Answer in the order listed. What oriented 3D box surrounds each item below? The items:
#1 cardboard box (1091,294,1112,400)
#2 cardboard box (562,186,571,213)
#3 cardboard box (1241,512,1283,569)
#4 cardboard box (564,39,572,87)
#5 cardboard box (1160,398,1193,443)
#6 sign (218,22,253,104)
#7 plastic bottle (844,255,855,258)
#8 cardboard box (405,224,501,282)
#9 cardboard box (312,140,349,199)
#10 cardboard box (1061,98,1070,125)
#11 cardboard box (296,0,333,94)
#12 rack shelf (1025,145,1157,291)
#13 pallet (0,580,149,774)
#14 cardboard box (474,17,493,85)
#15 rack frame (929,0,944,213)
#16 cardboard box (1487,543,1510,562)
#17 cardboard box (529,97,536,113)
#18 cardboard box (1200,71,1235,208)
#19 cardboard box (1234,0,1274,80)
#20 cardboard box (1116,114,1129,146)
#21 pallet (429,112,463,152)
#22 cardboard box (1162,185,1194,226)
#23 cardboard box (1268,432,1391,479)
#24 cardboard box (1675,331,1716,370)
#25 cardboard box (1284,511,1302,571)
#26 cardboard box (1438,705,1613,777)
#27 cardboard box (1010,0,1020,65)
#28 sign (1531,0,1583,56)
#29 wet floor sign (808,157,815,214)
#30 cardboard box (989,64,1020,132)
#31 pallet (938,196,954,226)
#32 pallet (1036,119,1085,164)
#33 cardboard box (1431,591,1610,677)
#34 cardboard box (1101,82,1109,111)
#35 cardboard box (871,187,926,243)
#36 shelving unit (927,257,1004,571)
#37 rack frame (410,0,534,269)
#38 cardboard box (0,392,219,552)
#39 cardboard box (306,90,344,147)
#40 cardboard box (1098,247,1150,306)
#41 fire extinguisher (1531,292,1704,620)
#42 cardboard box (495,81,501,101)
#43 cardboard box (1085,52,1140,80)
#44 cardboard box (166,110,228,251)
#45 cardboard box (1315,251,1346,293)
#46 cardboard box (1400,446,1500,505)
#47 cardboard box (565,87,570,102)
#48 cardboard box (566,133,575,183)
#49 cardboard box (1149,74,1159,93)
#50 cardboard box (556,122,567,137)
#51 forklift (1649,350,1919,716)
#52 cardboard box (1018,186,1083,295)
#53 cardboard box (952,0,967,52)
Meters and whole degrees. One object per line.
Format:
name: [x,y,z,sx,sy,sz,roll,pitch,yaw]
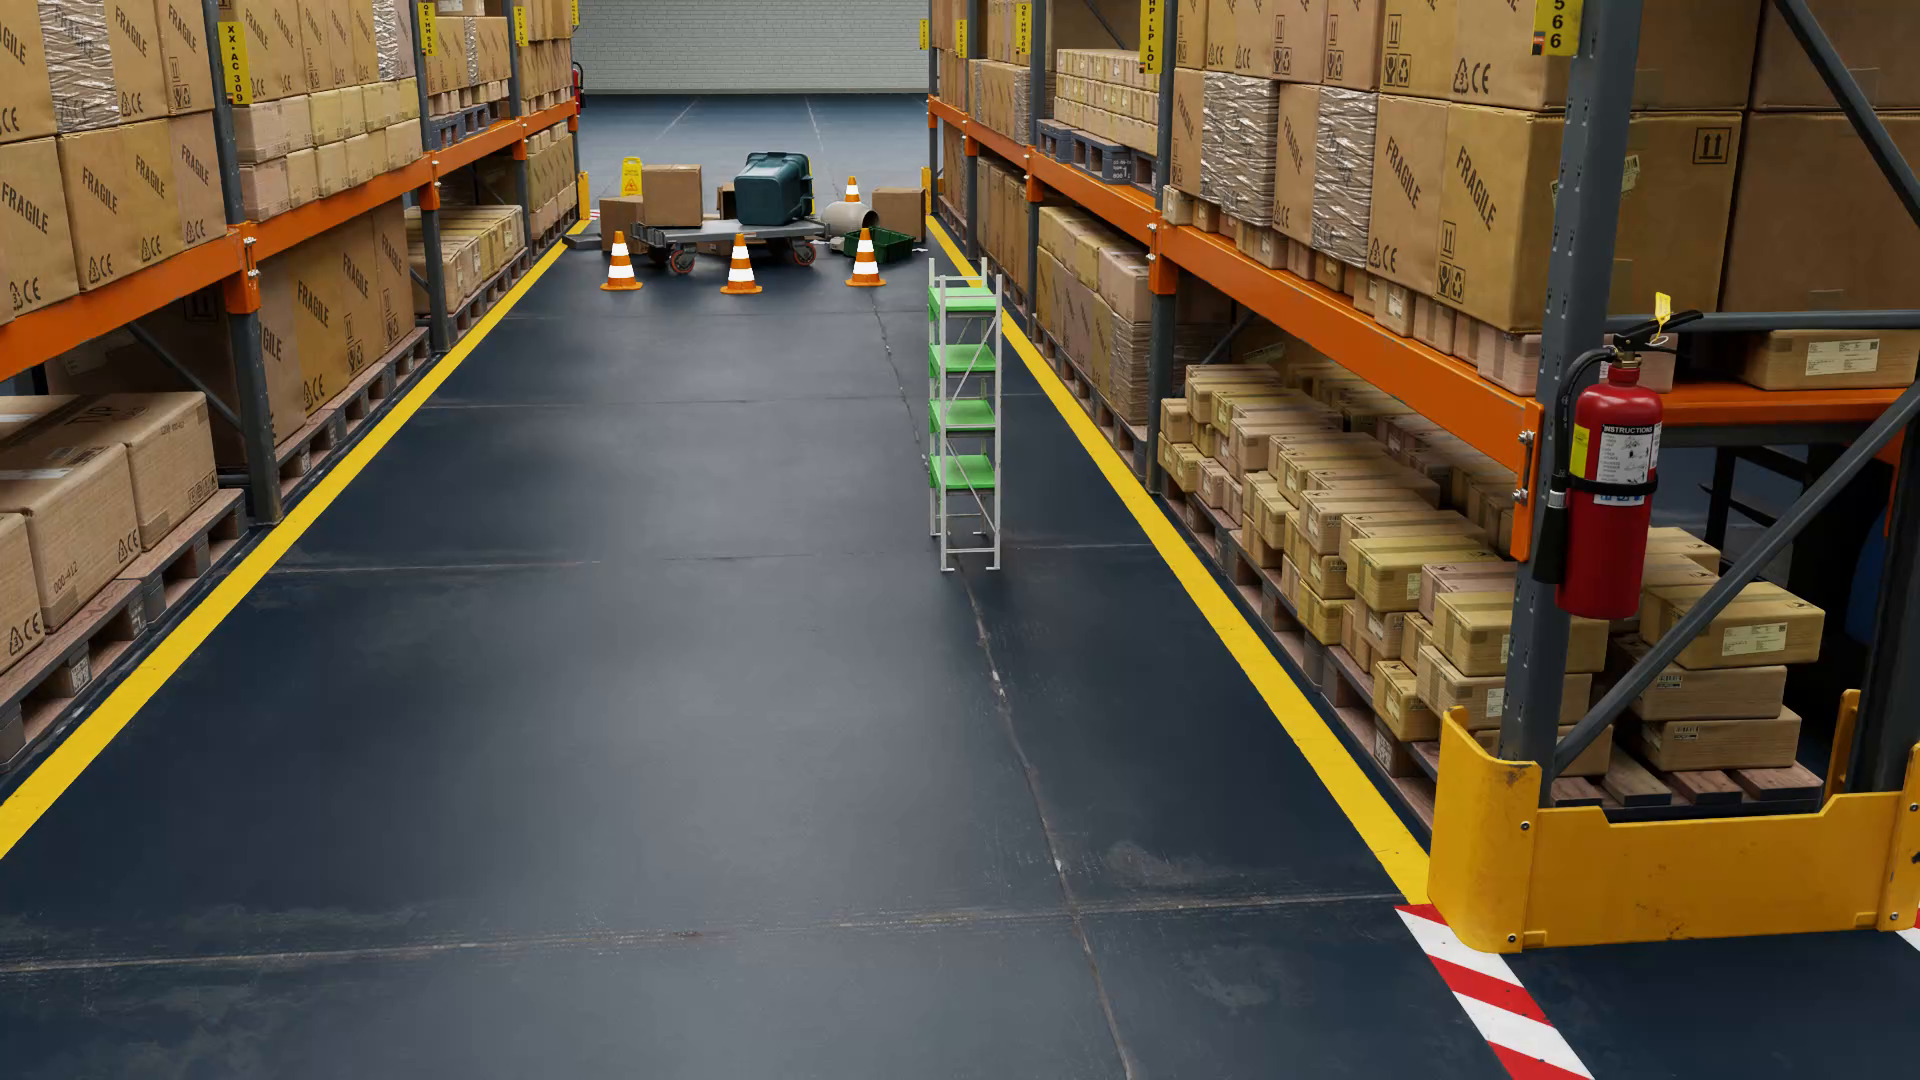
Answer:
cardboard box: [1.008,-1.045,8.969,0.500,0.500,0.500,-2,18,-7]
cardboard box: [-4.366,-3.565,17.414,0.500,0.250,0.500,-2,18,-5]
cardboard box: [1.280,-0.008,6.252,0.380,0.149,0.250,-2,18,-7]
cardboard box: [-4.433,-5.100,17.750,0.500,0.500,0.500,-2,18,-7]
cardboard box: [1.107,-0.535,7.437,0.380,0.149,0.250,-1,17,-3]
sign: [-2.973,-1.957,6.824,0.100,0.325,0.005,-2,18,-6]
plastic bottle: [-0.967,-2.688,15.638,0.133,0.061,0.283,-12,21,-34]
cardboard box: [-4.143,-2.241,12.993,0.950,0.372,0.625,-1,17,-4]
cardboard box: [-3.400,-1.863,8.355,0.500,0.250,0.500,-2,18,-6]
cardboard box: [0.848,-2.724,10.564,0.380,0.149,0.250,-1,17,-3]
cardboard box: [-3.414,-2.453,8.147,0.500,0.500,0.500,-2,18,-7]
rack shelf: [1.182,-1.924,9.498,1.077,0.370,4.000,-2,18,-6]
pallet: [-3.396,0.435,5.438,1.003,0.211,1.213,-2,18,-6]
cardboard box: [-3.975,-3.830,13.003,0.500,0.500,0.500,-1,17,-4]
rack frame: [0.150,-5.246,18.881,1.000,3.000,0.127,-2,18,-6]
cardboard box: [1.876,0.065,5.524,0.380,0.149,0.250,-3,18,-8]
cardboard box: [-4.190,-4.082,15.592,0.380,0.149,0.250,-1,17,-4]
cardboard box: [1.246,-1.558,6.469,0.500,0.500,0.500,-2,18,-6]
cardboard box: [1.282,-1.891,5.860,0.500,0.500,0.500,-1,17,-5]
cardboard box: [1.039,-2.173,8.809,0.380,0.149,0.250,-3,18,-8]
pallet: [-4.117,-2.797,11.400,1.213,0.211,1.003,-2,18,-6]
cardboard box: [1.092,-1.457,7.229,0.380,0.149,0.250,-1,17,-4]
cardboard box: [1.367,-0.295,6.173,0.380,0.149,0.250,-3,18,-8]
cardboard box: [2.026,-0.541,4.312,0.380,0.149,0.250,-1,17,-4]
cardboard box: [1.333,0.004,5.717,0.380,0.149,0.250,-1,17,-3]
cardboard box: [1.539,0.530,4.540,0.380,0.149,0.250,-1,17,-5]
cardboard box: [0.777,-3.978,13.002,0.700,0.500,0.500,-2,18,-6]
sign: [1.246,-1.172,3.440,0.100,0.325,0.005,-2,18,-6]
wet floor sign: [-1.822,-4.071,19.066,0.267,0.644,0.232,-5,18,-15]
cardboard box: [0.503,-3.487,13.109,0.500,0.500,0.500,-2,17,-5]
pallet: [0.310,-3.680,18.547,1.003,0.211,1.213,-2,18,-6]
pallet: [1.155,-2.562,10.652,1.213,0.211,1.003,-2,18,-6]
cardboard box: [1.494,0.247,4.449,0.380,0.149,0.250,-2,17,-5]
cardboard box: [0.991,-2.471,9.263,0.380,0.149,0.250,-1,17,-4]
cardboard box: [-0.618,-3.294,16.831,0.500,0.500,0.500,1,17,4]
shelving unit: [0.017,-0.523,6.840,0.258,1.200,0.503,-2,18,-6]
rack frame: [-4.350,-3.872,14.502,1.000,3.000,0.127,-2,18,-6]
cardboard box: [-3.567,-0.276,6.624,0.875,0.438,0.875,-2,18,-6]
cardboard box: [-3.398,-2.101,8.276,0.500,0.250,0.500,-2,17,-5]
cardboard box: [1.020,-1.404,8.863,0.500,0.250,0.500,-1,17,-3]
fire extinguisher: [1.367,-0.175,3.480,0.296,0.674,0.183,-2,18,-6]
cardboard box: [-3.951,-3.653,13.522,0.380,0.149,0.250,-2,18,-7]
cardboard box: [0.938,-2.771,9.721,0.380,0.149,0.250,-1,17,-3]
cardboard box: [-3.223,-1.406,6.480,0.500,0.500,0.500,-2,18,-5]
cardboard box: [1.397,-0.913,5.497,0.380,0.149,0.250,-1,17,-5]
cardboard box: [1.808,-0.234,5.978,0.380,0.149,0.250,-2,18,-6]
cardboard box: [-4.375,-4.767,17.772,0.380,0.149,0.250,-2,18,-6]
cardboard box: [-4.421,-4.079,17.800,0.500,0.500,0.500,-2,18,-5]
cardboard box: [1.124,-2.229,7.995,0.380,0.149,0.250,-2,18,-7]
cardboard box: [-4.316,-4.281,17.361,0.380,0.149,0.250,-1,17,-4]
forklift: [3.191,-0.969,5.369,1.130,2.935,3.031,-3,18,-9]
cardboard box: [1.002,-2.174,12.149,1.050,0.750,0.750,-2,18,-6]
cardboard box: [0.387,-4.913,15.764,0.875,0.550,0.550,-2,18,-6]
